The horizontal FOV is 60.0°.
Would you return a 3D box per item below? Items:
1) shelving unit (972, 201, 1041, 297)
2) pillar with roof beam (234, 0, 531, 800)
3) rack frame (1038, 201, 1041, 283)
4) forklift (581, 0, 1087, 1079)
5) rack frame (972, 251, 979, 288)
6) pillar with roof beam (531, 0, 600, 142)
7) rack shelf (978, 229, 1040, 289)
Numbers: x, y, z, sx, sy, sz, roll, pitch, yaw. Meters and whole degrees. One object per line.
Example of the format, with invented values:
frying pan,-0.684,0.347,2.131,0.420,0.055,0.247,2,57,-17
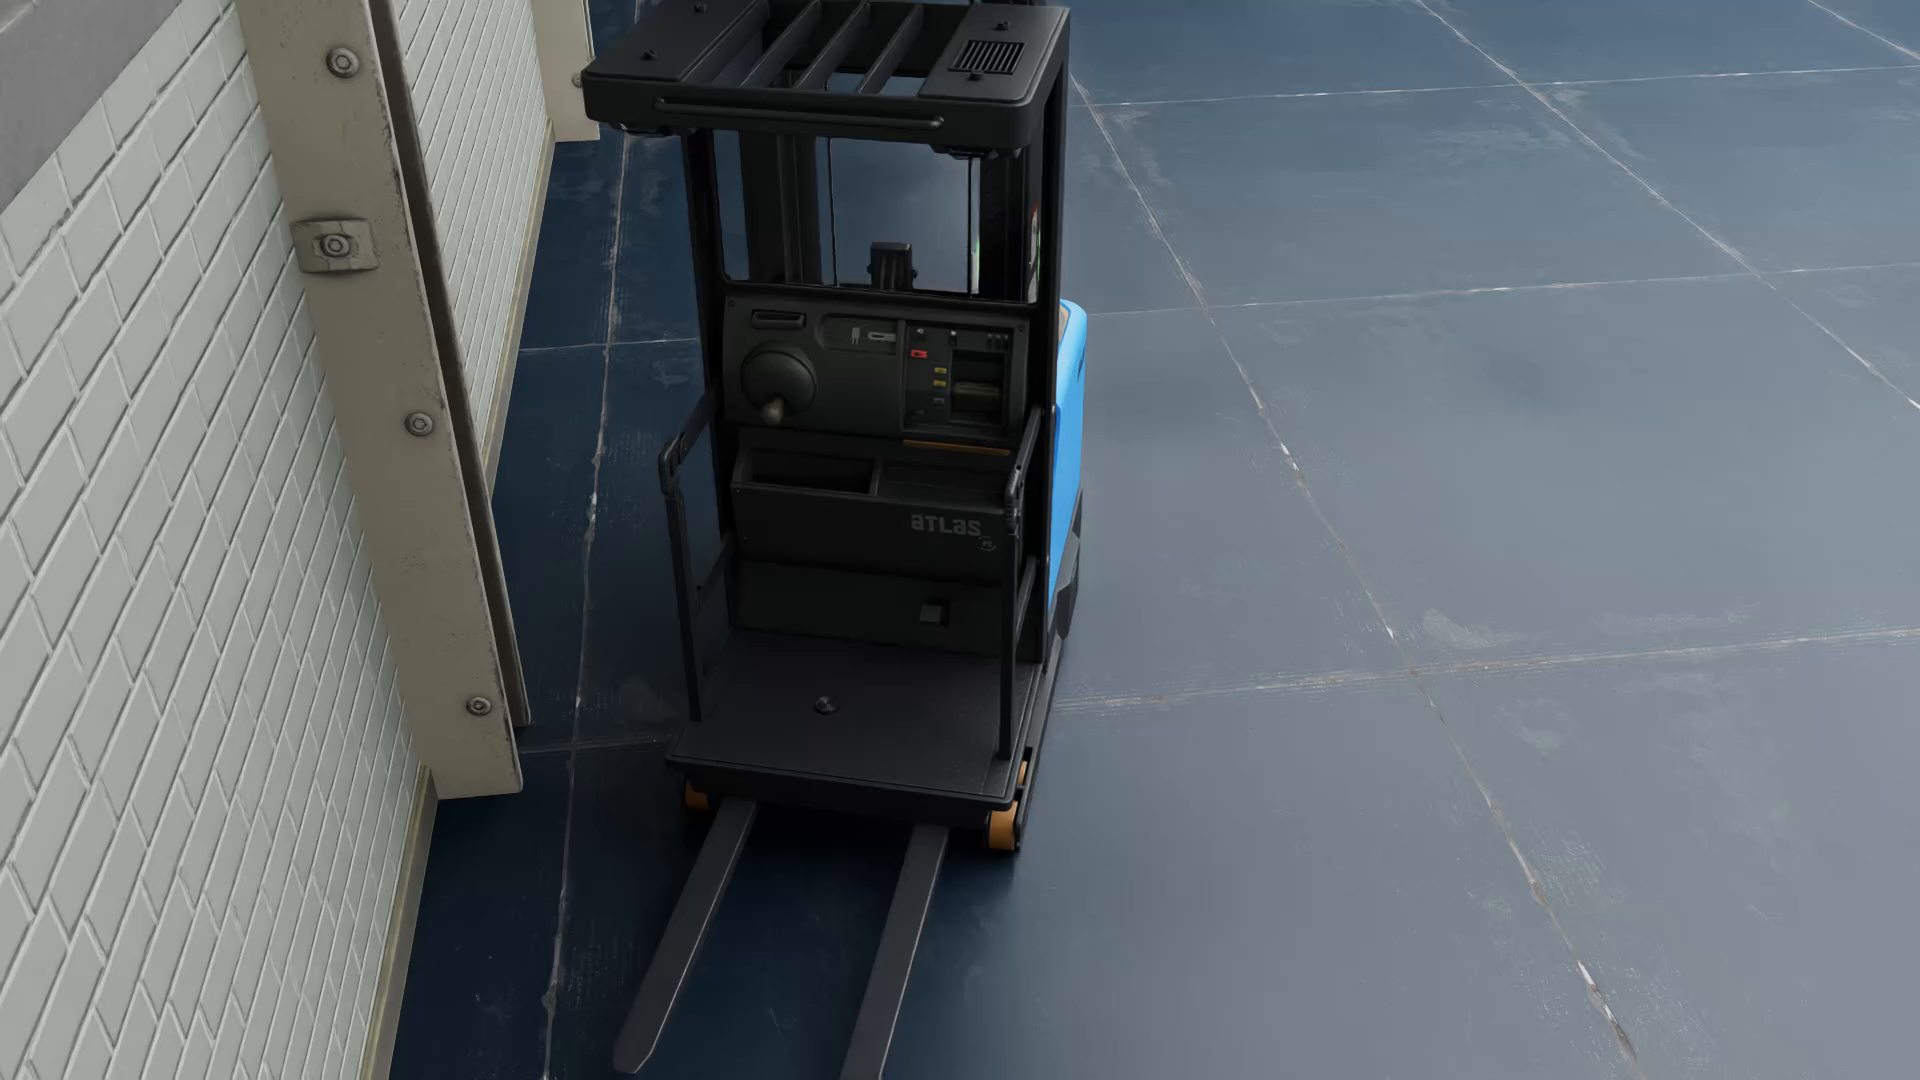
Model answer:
shelving unit,0.187,-0.709,6.725,0.258,1.200,0.503,3,34,4
pillar with roof beam,2.631,-3.307,3.612,9.100,9.000,0.400,-4,35,-6
rack frame,0.207,-0.846,6.926,0.240,1.200,0.015,3,34,4
forklift,-0.295,-0.448,4.805,1.130,2.935,3.031,6,35,9
rack frame,0.167,-0.572,6.524,0.240,1.200,0.015,3,34,4
pillar with roof beam,1.824,-6.655,8.525,9.100,9.000,0.400,-4,35,-6
rack shelf,0.187,-1.053,6.491,0.258,0.148,0.480,3,34,4
